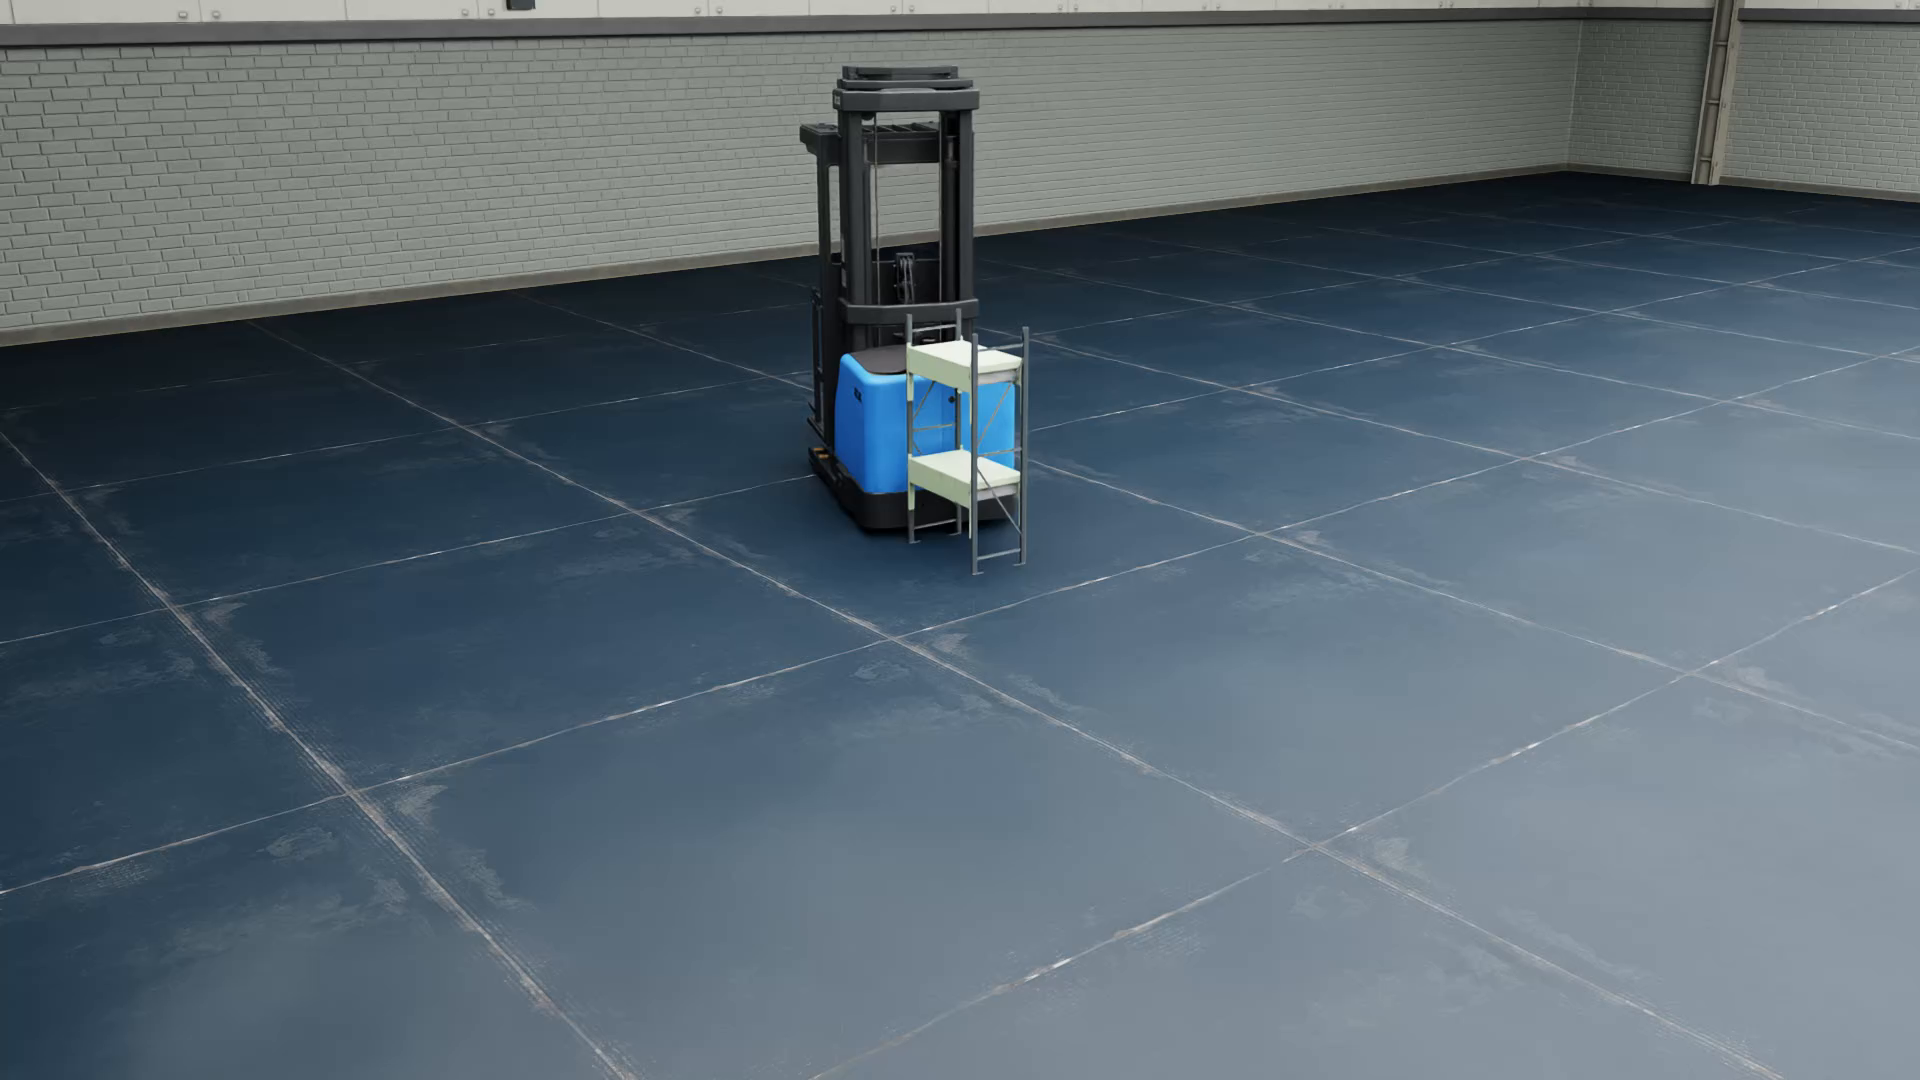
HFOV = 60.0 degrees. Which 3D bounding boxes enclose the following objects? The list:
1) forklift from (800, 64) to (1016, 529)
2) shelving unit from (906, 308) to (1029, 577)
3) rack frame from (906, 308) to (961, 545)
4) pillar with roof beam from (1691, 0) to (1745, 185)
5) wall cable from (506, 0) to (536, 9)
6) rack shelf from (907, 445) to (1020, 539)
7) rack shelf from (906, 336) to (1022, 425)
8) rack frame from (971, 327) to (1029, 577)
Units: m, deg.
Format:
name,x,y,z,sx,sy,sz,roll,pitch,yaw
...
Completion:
name,x,y,z,sx,sy,sz,roll,pitch,yaw
forklift,-0.507,-1.890,11.907,1.130,2.935,3.031,-5,19,-15
shelving unit,0.037,-0.621,10.353,0.431,1.500,0.755,-12,22,-31
rack frame,-0.164,-0.718,10.644,0.400,1.500,0.023,-12,22,-31
pillar with roof beam,10.401,-10.016,26.795,9.100,9.000,0.400,-14,23,-36
wall cable,-4.258,-9.156,18.787,2.305,6.003,0.169,-14,23,-36
rack shelf,0.037,-0.312,10.456,0.431,0.370,0.720,-12,22,-31
rack shelf,0.037,-0.992,10.231,0.431,0.370,0.720,-12,22,-31
rack frame,0.238,-0.525,10.063,0.400,1.500,0.023,-12,22,-31
